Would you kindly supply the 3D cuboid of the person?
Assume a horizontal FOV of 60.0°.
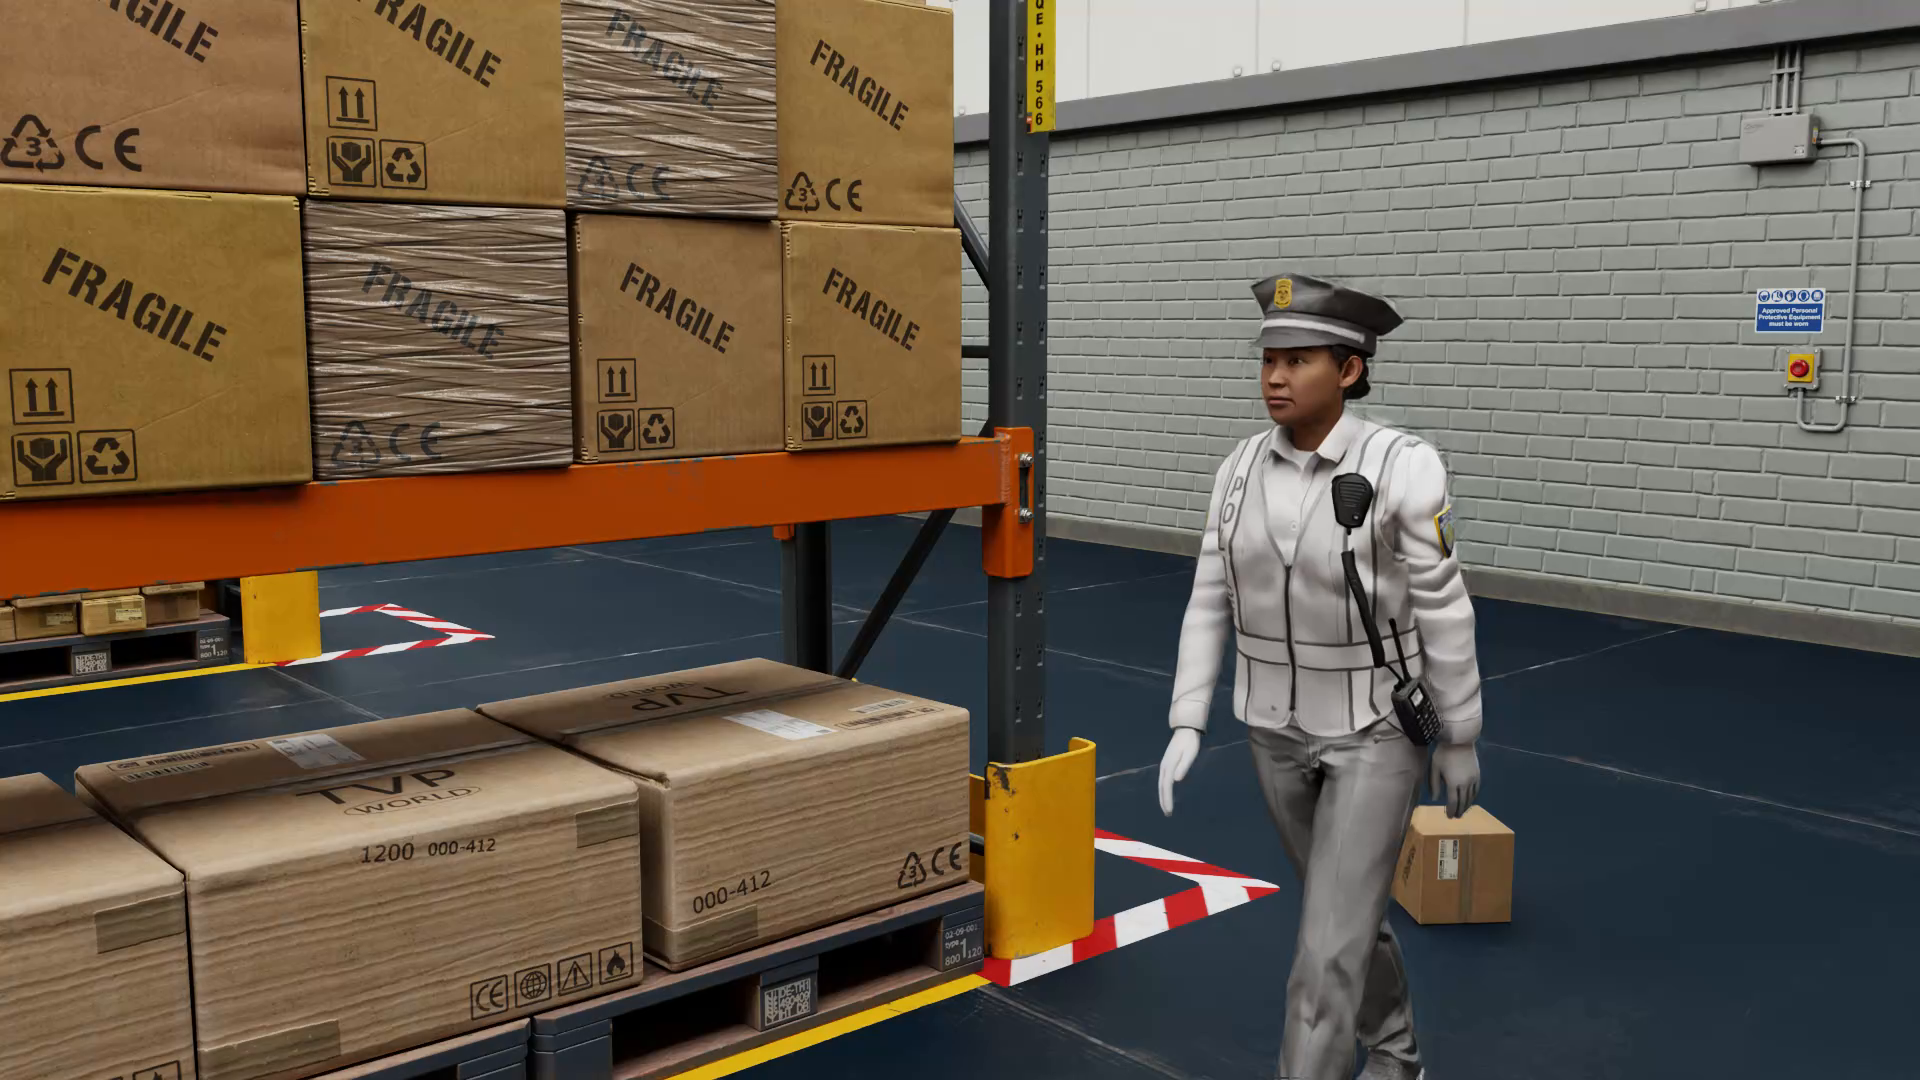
[{"bbox_3d":[0.606,0.347,2.982,0.507,1.634,0.921,7,10,44],"label":"person"}]
